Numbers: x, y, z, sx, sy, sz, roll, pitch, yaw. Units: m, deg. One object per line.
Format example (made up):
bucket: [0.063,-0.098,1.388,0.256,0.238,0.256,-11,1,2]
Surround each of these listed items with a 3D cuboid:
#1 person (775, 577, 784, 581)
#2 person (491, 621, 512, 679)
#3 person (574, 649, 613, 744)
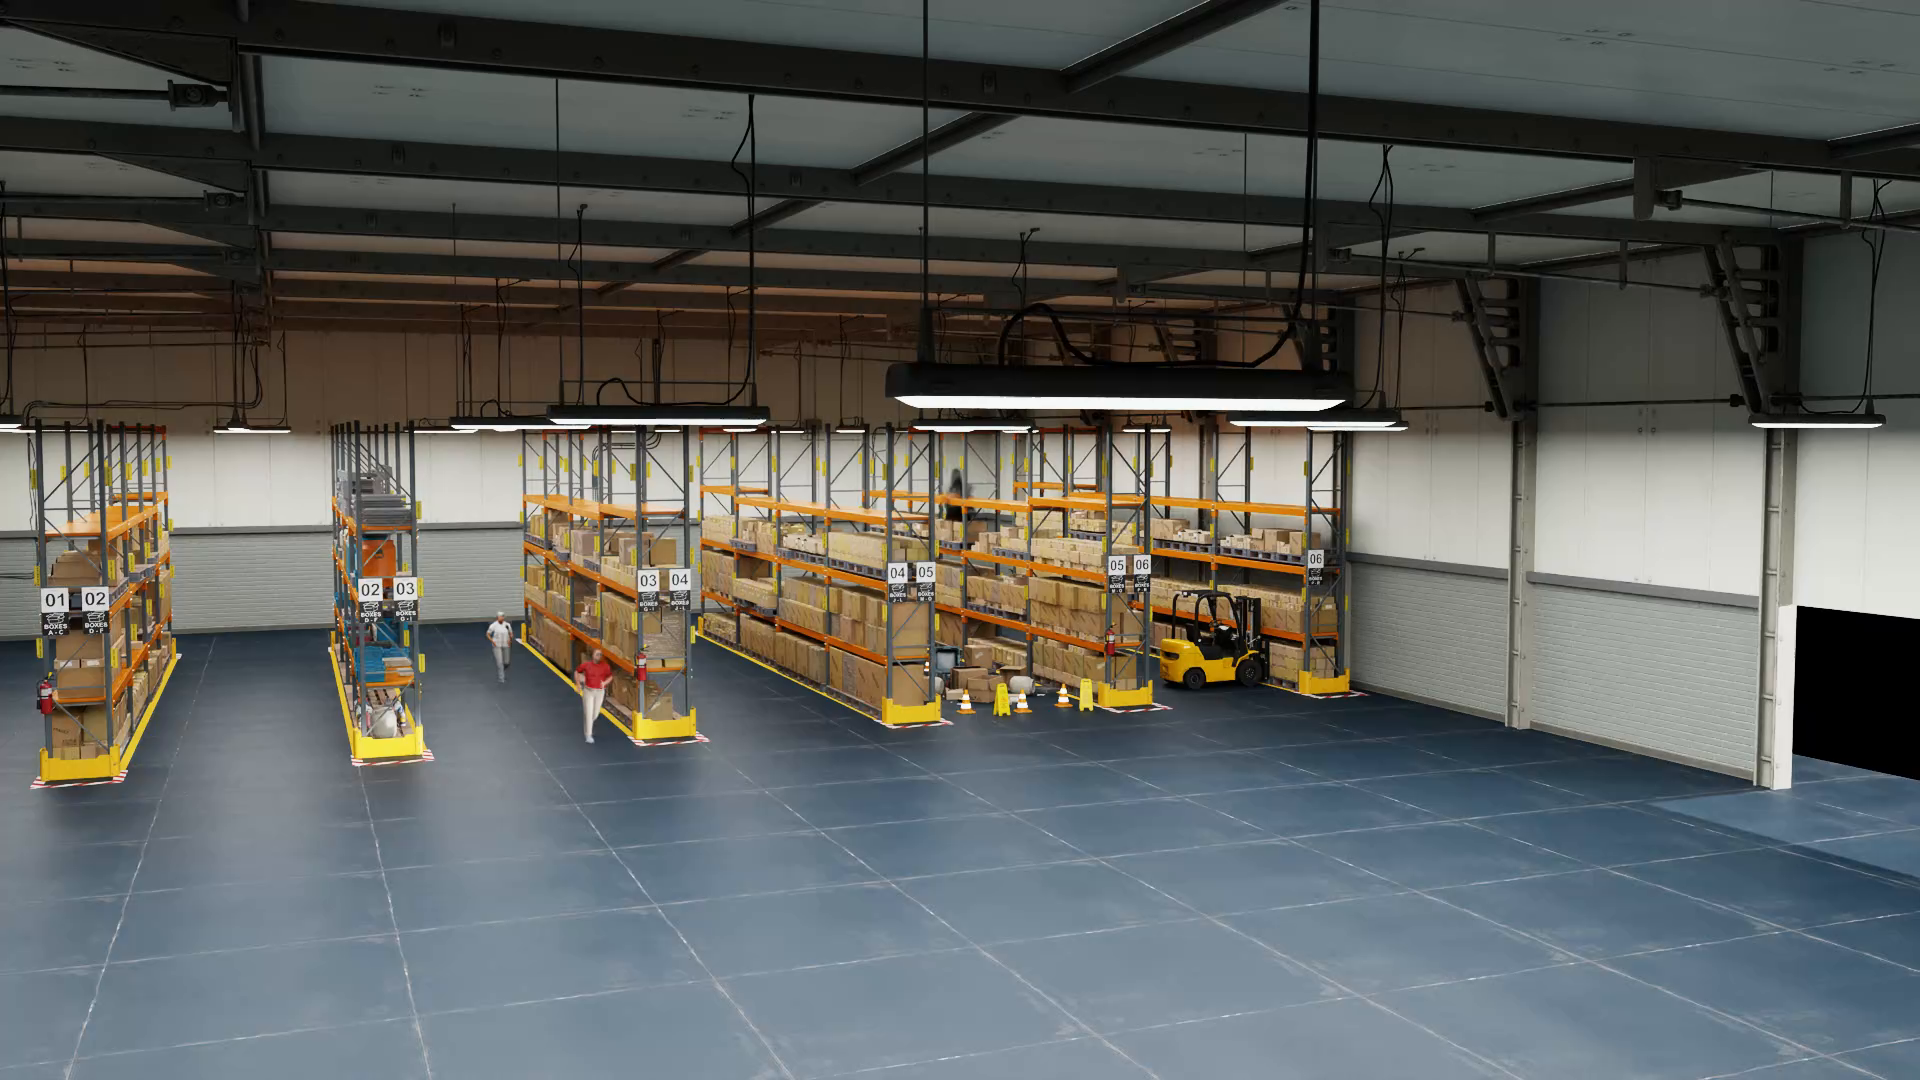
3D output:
person: [-5.210,1.449,47.892,0.484,0.854,0.517,-2,4,-27]
person: [-10.712,2.563,38.803,0.451,1.339,0.512,-2,4,-29]
person: [-6.908,2.925,31.419,0.693,1.747,0.906,-2,4,-27]
